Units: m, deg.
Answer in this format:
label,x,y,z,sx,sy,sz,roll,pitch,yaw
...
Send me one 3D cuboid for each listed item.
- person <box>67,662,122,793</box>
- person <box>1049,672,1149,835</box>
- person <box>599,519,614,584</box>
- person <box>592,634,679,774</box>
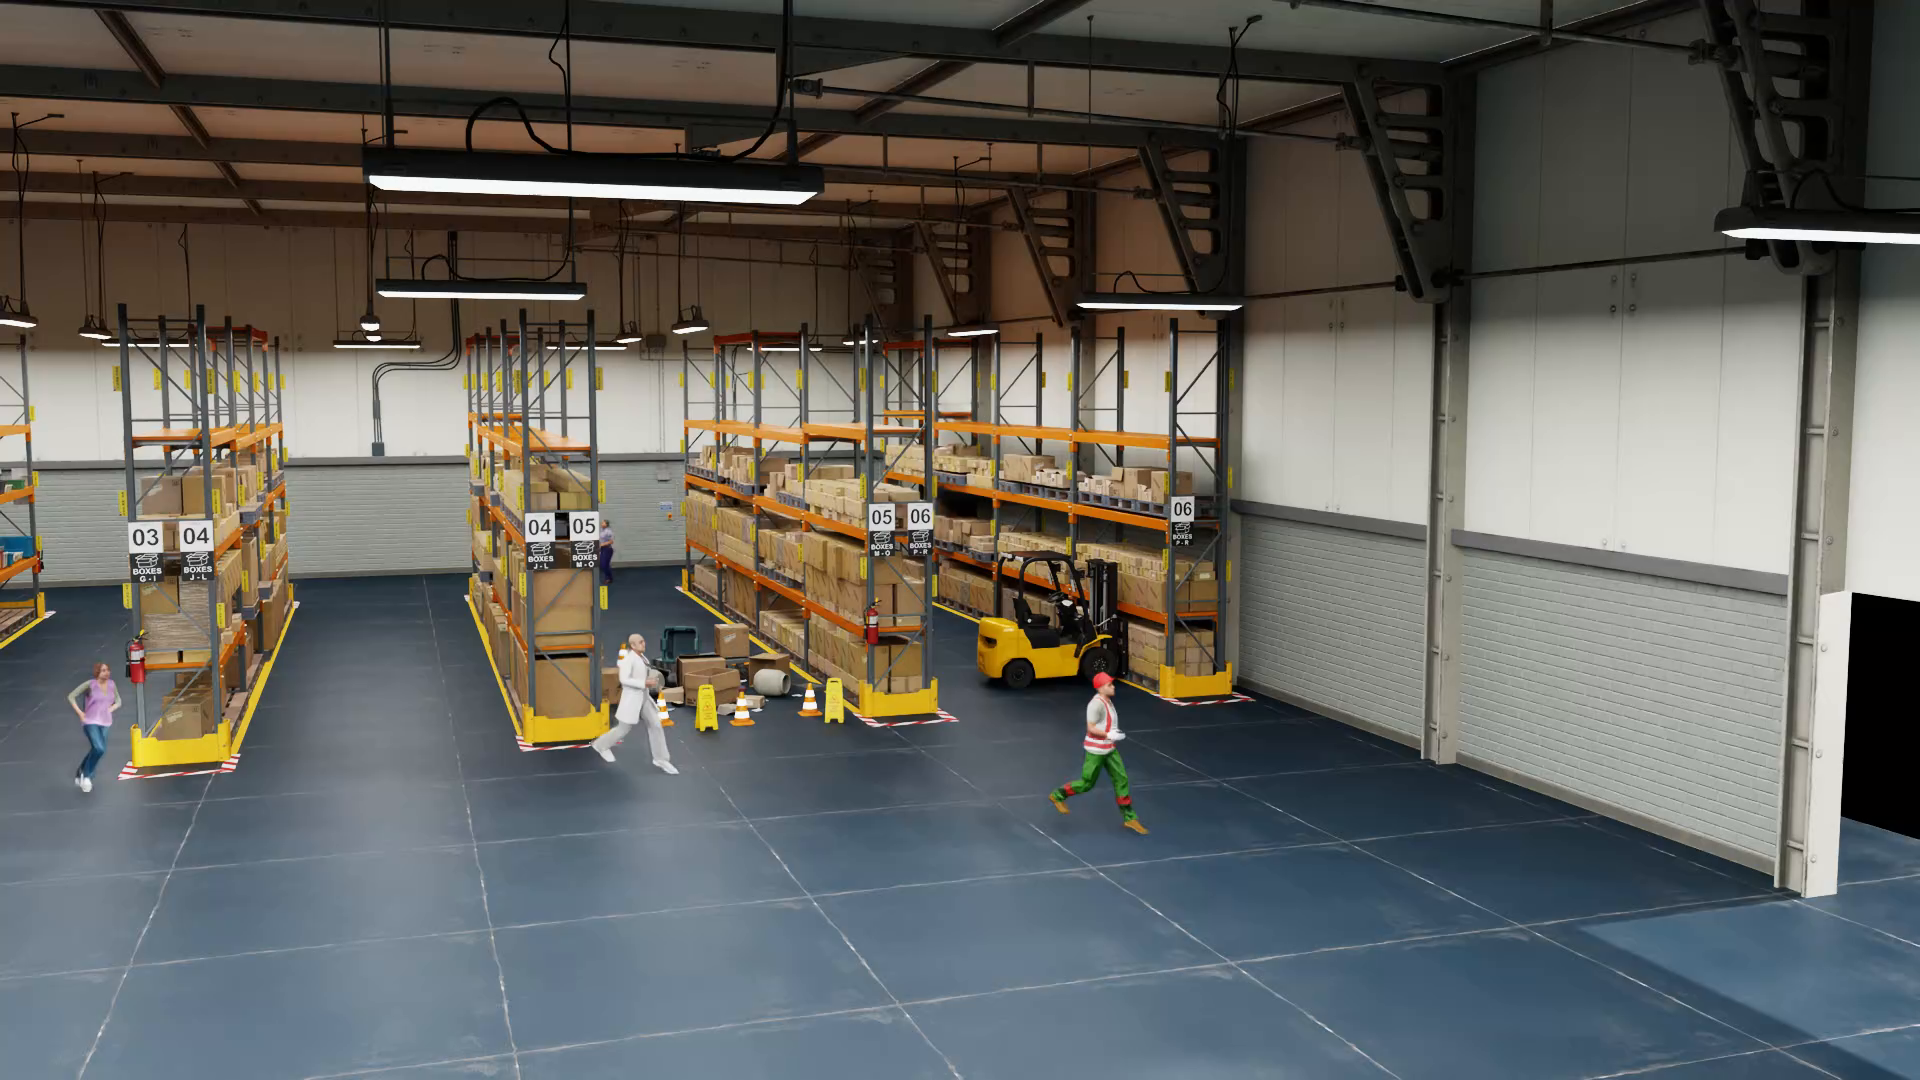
label,x,y,z,sx,sy,sz,roll,pitch,yaw
person,-10.622,2.279,20.479,0.620,1.578,0.529,3,6,28
person,1.532,2.364,18.530,1.162,1.791,0.623,3,6,30
person,-8.863,0.290,41.353,0.602,1.593,0.540,5,8,44
person,-4.217,2.111,21.340,1.179,1.803,0.659,2,6,22
